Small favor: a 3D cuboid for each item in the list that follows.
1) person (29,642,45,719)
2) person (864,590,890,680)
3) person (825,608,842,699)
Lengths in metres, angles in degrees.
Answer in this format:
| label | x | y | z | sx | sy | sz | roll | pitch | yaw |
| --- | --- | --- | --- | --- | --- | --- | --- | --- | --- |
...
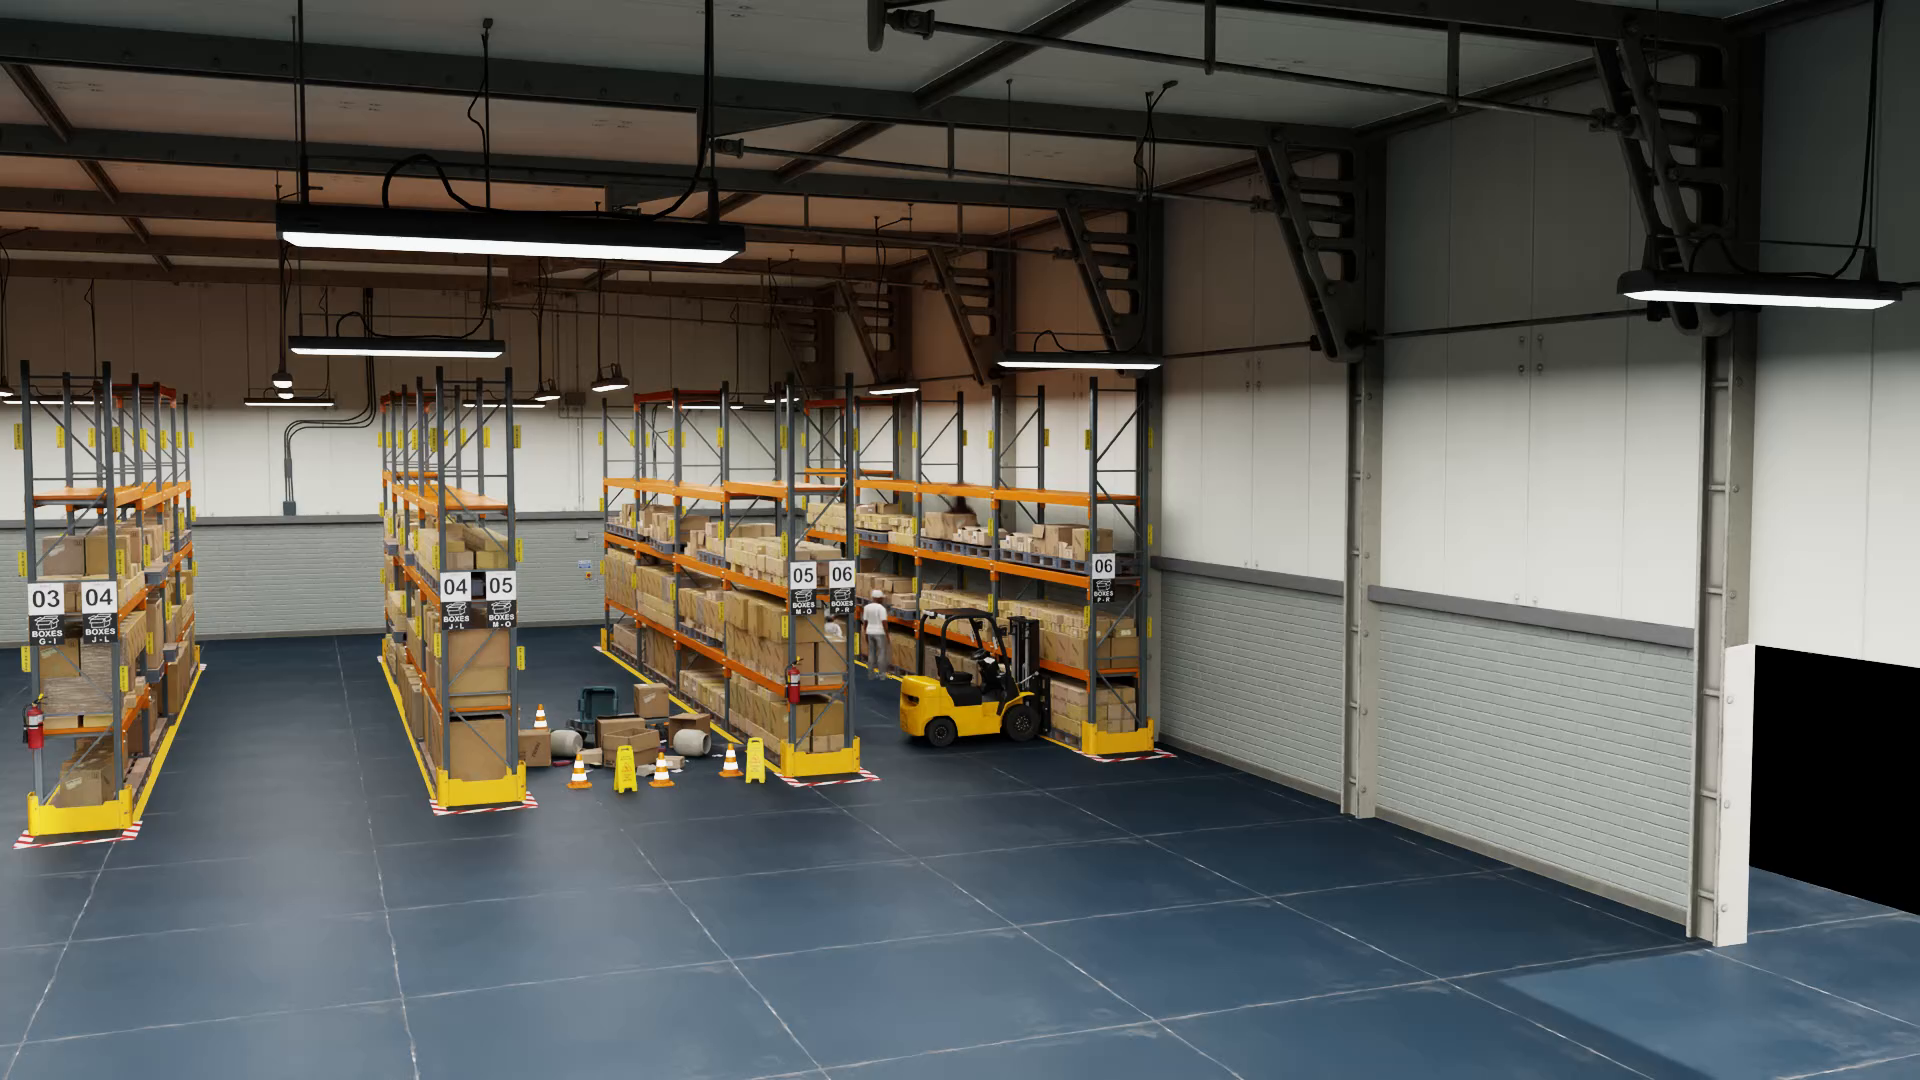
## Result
| label | x | y | z | sx | sy | sz | roll | pitch | yaw |
| --- | --- | --- | --- | --- | --- | --- | --- | --- | --- |
| person | -16.535 | 2.324 | 30.164 | 0.498 | 1.789 | 0.623 | 2 | 4 | 24 |
| person | -1.604 | 1.864 | 32.704 | 0.630 | 1.770 | 0.417 | 3 | 4 | 39 |
| person | -2.354 | 2.074 | 29.950 | 0.432 | 1.714 | 0.738 | -1 | 4 | -23 |
